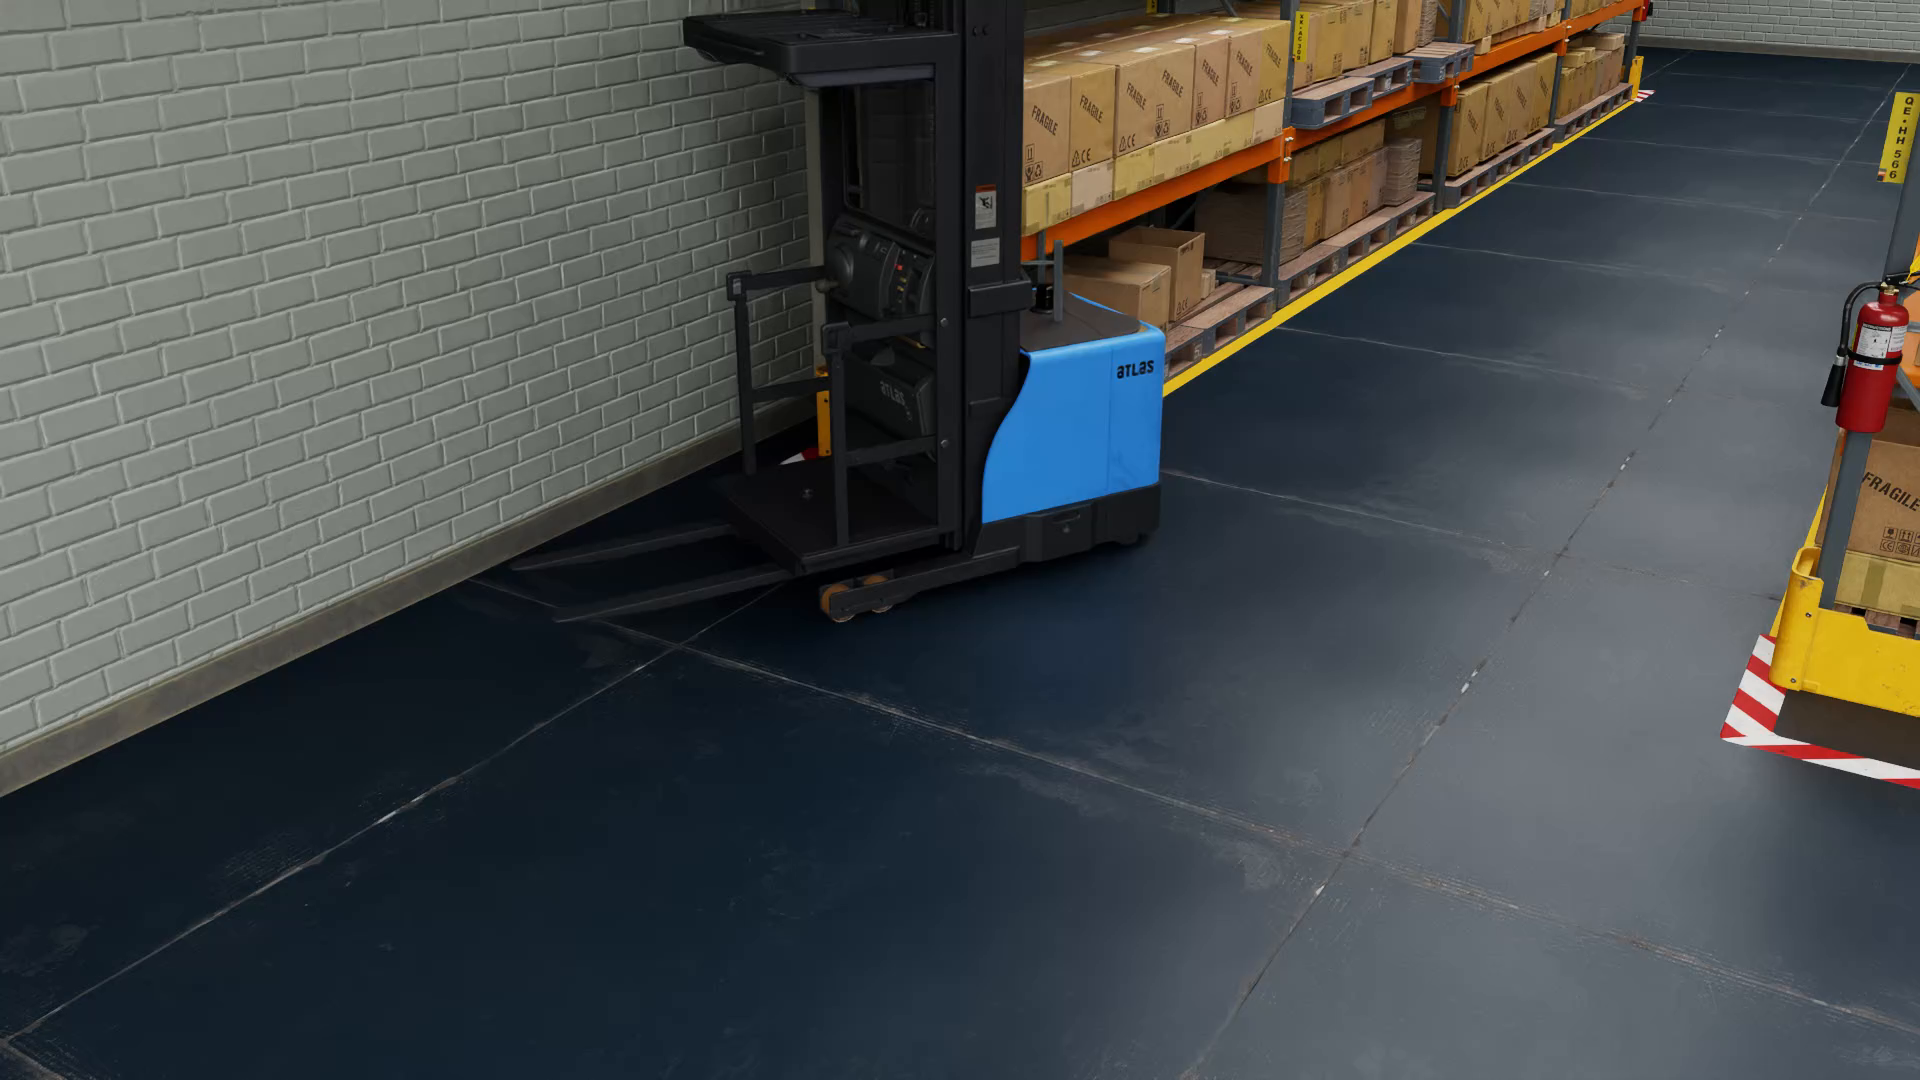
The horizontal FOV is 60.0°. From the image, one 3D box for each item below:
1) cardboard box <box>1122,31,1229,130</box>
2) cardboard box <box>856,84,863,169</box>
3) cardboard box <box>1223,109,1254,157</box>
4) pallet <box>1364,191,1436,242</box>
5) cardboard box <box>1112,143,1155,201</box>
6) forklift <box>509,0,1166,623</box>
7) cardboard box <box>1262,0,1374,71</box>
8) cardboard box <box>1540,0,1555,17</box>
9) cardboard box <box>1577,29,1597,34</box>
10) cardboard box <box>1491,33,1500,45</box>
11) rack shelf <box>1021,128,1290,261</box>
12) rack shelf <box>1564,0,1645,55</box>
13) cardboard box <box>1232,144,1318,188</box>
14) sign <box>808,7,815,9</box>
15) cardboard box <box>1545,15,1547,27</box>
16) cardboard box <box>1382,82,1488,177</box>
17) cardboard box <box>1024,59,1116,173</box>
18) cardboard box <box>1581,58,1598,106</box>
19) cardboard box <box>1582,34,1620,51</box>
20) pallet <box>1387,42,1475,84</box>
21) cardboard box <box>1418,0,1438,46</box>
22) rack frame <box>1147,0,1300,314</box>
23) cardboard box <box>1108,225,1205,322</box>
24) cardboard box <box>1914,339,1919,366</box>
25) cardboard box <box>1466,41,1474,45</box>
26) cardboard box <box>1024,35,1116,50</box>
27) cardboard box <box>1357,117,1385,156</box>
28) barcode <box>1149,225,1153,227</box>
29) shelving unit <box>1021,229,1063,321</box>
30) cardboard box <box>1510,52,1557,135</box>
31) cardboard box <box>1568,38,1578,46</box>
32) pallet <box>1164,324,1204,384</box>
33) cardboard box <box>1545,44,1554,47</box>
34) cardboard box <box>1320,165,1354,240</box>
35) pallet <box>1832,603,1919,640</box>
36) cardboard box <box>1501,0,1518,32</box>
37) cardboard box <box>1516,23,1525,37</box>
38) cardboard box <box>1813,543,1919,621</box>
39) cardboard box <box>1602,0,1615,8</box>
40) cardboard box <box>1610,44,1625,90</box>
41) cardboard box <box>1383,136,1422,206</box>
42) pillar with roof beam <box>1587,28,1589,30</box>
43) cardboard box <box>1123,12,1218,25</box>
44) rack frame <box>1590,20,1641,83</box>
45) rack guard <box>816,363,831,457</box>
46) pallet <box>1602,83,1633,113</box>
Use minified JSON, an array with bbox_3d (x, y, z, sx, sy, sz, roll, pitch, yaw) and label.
[{"bbox_3d":[1.315,-2.837,10.247,0.500,0.500,0.500,13,27,27],"label":"cardboard box"},{"bbox_3d":[-0.207,-2.252,8.896,0.500,0.500,0.500,14,27,28],"label":"cardboard box"},{"bbox_3d":[1.573,-2.665,10.793,0.500,0.250,0.500,14,27,29],"label":"cardboard box"},{"bbox_3d":[3.532,-2.921,14.732,1.003,0.211,1.213,14,27,29],"label":"pallet"},{"bbox_3d":[0.788,-2.151,9.608,0.500,0.250,0.500,13,27,28],"label":"cardboard box"},{"bbox_3d":[-0.543,-1.219,7.375,3.031,2.935,1.130,-13,27,-28],"label":"forklift"},{"bbox_3d":[2.754,-3.942,12.901,0.700,0.500,0.500,18,29,36],"label":"cardboard box"},{"bbox_3d":[5.765,-5.623,16.937,0.500,0.500,0.500,14,27,29],"label":"cardboard box"},{"bbox_3d":[7.777,-6.334,20.908,0.380,0.149,0.250,14,27,29],"label":"cardboard box"},{"bbox_3d":[4.971,-4.861,15.993,0.380,0.149,0.250,14,27,30],"label":"cardboard box"},{"bbox_3d":[0.780,-2.109,10.251,1.077,0.370,4.000,14,27,29],"label":"rack shelf"},{"bbox_3d":[7.110,-6.159,19.607,1.077,0.370,4.000,14,27,29],"label":"rack shelf"},{"bbox_3d":[2.439,-2.914,12.855,0.500,0.250,0.500,13,27,28],"label":"cardboard box"},{"bbox_3d":[-0.736,-2.563,8.541,0.100,0.325,0.005,14,27,29],"label":"sign"},{"bbox_3d":[5.829,-5.367,17.162,0.380,0.149,0.250,15,27,31],"label":"cardboard box"},{"bbox_3d":[4.444,-3.891,15.640,0.750,0.750,0.750,13,27,28],"label":"cardboard box"},{"bbox_3d":[0.501,-2.311,9.033,0.500,0.500,0.500,14,27,29],"label":"cardboard box"},{"bbox_3d":[7.077,-5.432,19.641,0.700,0.500,0.500,15,27,30],"label":"cardboard box"},{"bbox_3d":[7.834,-6.082,20.326,0.380,0.149,0.250,15,27,30],"label":"cardboard box"},{"bbox_3d":[3.660,-4.113,14.217,1.213,0.211,1.003,14,27,29],"label":"pallet"},{"bbox_3d":[3.706,-4.551,14.308,0.700,0.500,0.500,11,26,23],"label":"cardboard box"},{"bbox_3d":[1.835,-3.114,11.668,1.000,3.000,0.127,14,27,29],"label":"rack frame"},{"bbox_3d":[1.322,-1.810,11.248,0.500,0.500,0.500,12,26,25],"label":"cardboard box"},{"bbox_3d":[4.193,-0.928,6.492,0.700,0.500,0.500,14,27,29],"label":"cardboard box"},{"bbox_3d":[4.456,-4.504,15.169,0.380,0.149,0.250,14,27,30],"label":"cardboard box"},{"bbox_3d":[0.602,-2.765,10.082,0.500,0.500,0.500,14,27,30],"label":"cardboard box"},{"bbox_3d":[3.256,-3.430,14.046,0.500,0.250,0.500,14,27,30],"label":"cardboard box"},{"bbox_3d":[1.346,-2.184,11.708,0.001,0.075,0.075,14,27,29],"label":"barcode"},{"bbox_3d":[0.224,-0.913,8.493,0.538,1.500,1.048,-2,24,-1],"label":"shelving unit"},{"bbox_3d":[5.823,-4.774,17.679,0.750,0.750,0.750,14,27,30],"label":"cardboard box"},{"bbox_3d":[7.244,-5.993,20.119,0.380,0.149,0.250,14,27,30],"label":"cardboard box"},{"bbox_3d":[0.868,-1.187,10.726,1.003,0.211,1.213,14,27,29],"label":"pallet"},{"bbox_3d":[6.840,-5.733,19.520,0.380,0.149,0.250,14,27,29],"label":"cardboard box"},{"bbox_3d":[2.743,-2.769,13.464,0.700,0.500,0.500,14,27,30],"label":"cardboard box"},{"bbox_3d":[4.303,0.286,7.324,1.003,0.211,1.213,14,27,29],"label":"pallet"},{"bbox_3d":[4.966,-5.108,15.748,0.500,0.500,0.500,14,27,29],"label":"cardboard box"},{"bbox_3d":[5.410,-5.115,16.581,0.380,0.149,0.250,13,27,28],"label":"cardboard box"},{"bbox_3d":[3.967,0.099,7.178,0.500,0.250,0.500,14,27,29],"label":"cardboard box"},{"bbox_3d":[7.120,-6.624,19.399,0.980,0.700,0.700,12,26,26],"label":"cardboard box"},{"bbox_3d":[7.881,-5.953,20.842,0.700,0.500,0.500,14,27,29],"label":"cardboard box"},{"bbox_3d":[3.610,-3.265,14.609,0.700,0.500,0.500,14,27,30],"label":"cardboard box"},{"bbox_3d":[12.512,-10.108,20.271,9.100,9.000,0.400,14,27,29],"label":"pillar with roof beam"},{"bbox_3d":[1.410,-3.284,11.279,0.500,0.500,0.500,13,27,28],"label":"cardboard box"},{"bbox_3d":[8.165,-7.164,21.023,1.000,3.000,0.127,14,27,29],"label":"rack frame"},{"bbox_3d":[-0.235,-0.643,9.105,1.175,0.500,0.348,14,27,29],"label":"rack guard"},{"bbox_3d":[7.810,-5.598,20.916,1.003,0.211,1.213,14,27,29],"label":"pallet"}]
